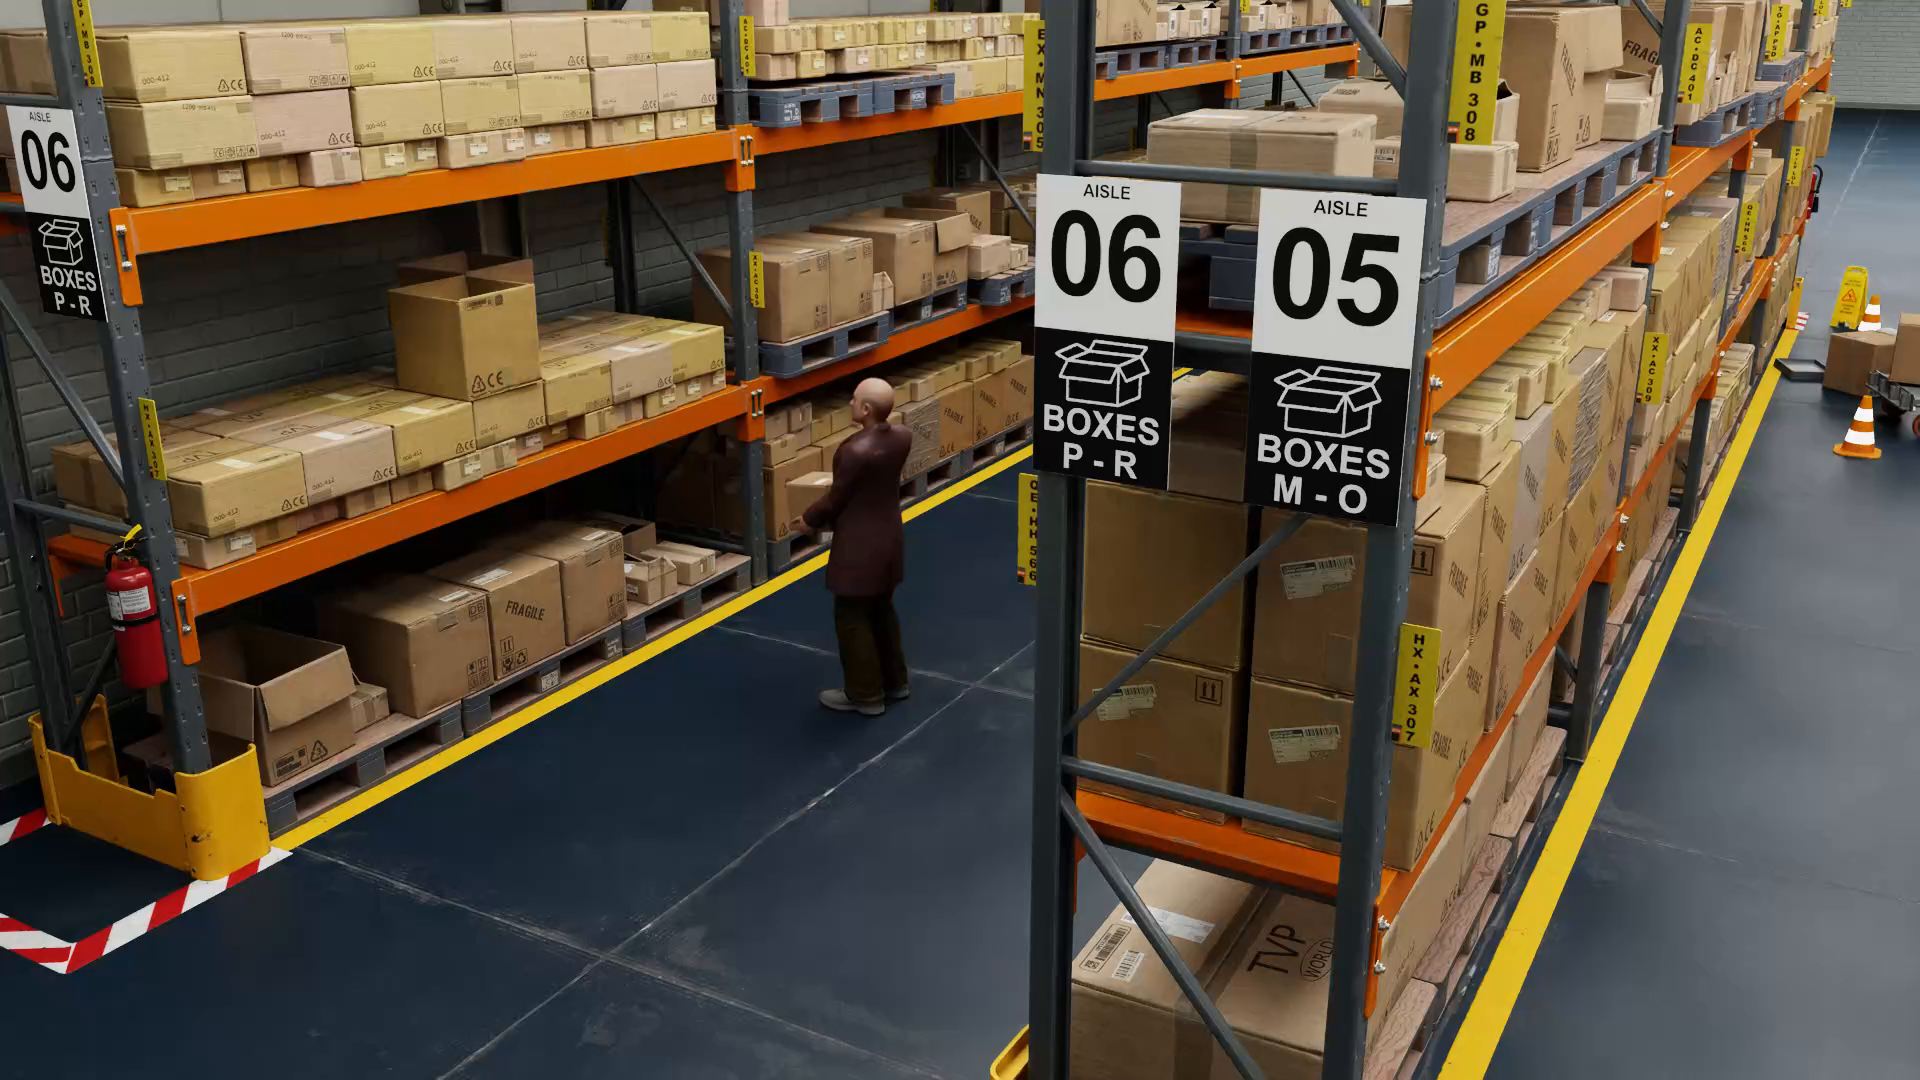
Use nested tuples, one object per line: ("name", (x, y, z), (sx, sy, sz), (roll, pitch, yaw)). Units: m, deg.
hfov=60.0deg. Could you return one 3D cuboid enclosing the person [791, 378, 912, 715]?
("person", (-0.565, 0.006, 8.581), (0.563, 1.770, 0.530), (11, 22, 28))
